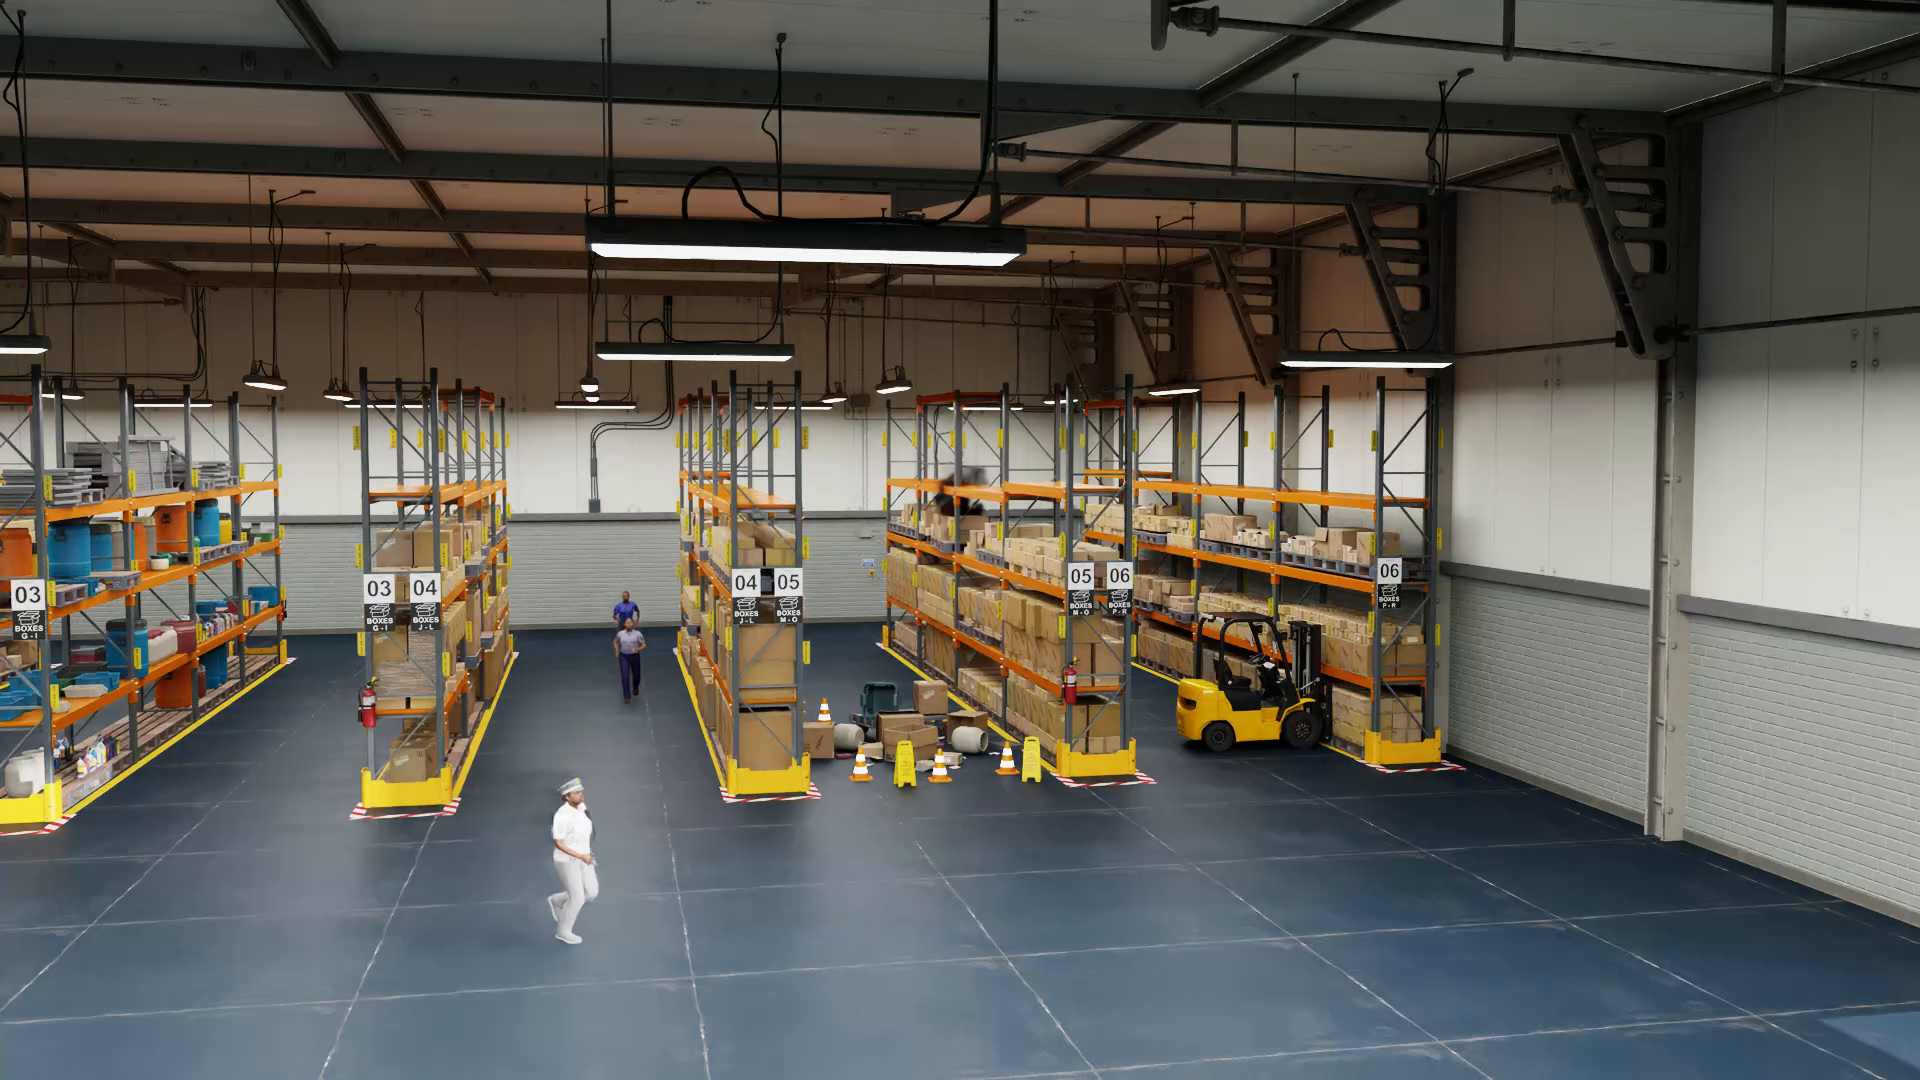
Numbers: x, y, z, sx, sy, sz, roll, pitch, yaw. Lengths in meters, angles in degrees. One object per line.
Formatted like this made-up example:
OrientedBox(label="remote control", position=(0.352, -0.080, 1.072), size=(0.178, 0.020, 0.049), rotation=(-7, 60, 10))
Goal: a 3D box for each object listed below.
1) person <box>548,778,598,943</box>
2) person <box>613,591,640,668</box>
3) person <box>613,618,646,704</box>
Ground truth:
OrientedBox(label="person", position=(-3.872, 3.194, 16.641), size=(0.631, 1.659, 0.589), rotation=(1, 4, 21))
OrientedBox(label="person", position=(-7.433, 1.982, 37.046), size=(0.598, 1.671, 0.905), rotation=(-1, 3, -11))
OrientedBox(label="person", position=(-6.347, 2.301, 31.891), size=(0.605, 1.603, 0.823), rotation=(-1, 3, -11))
